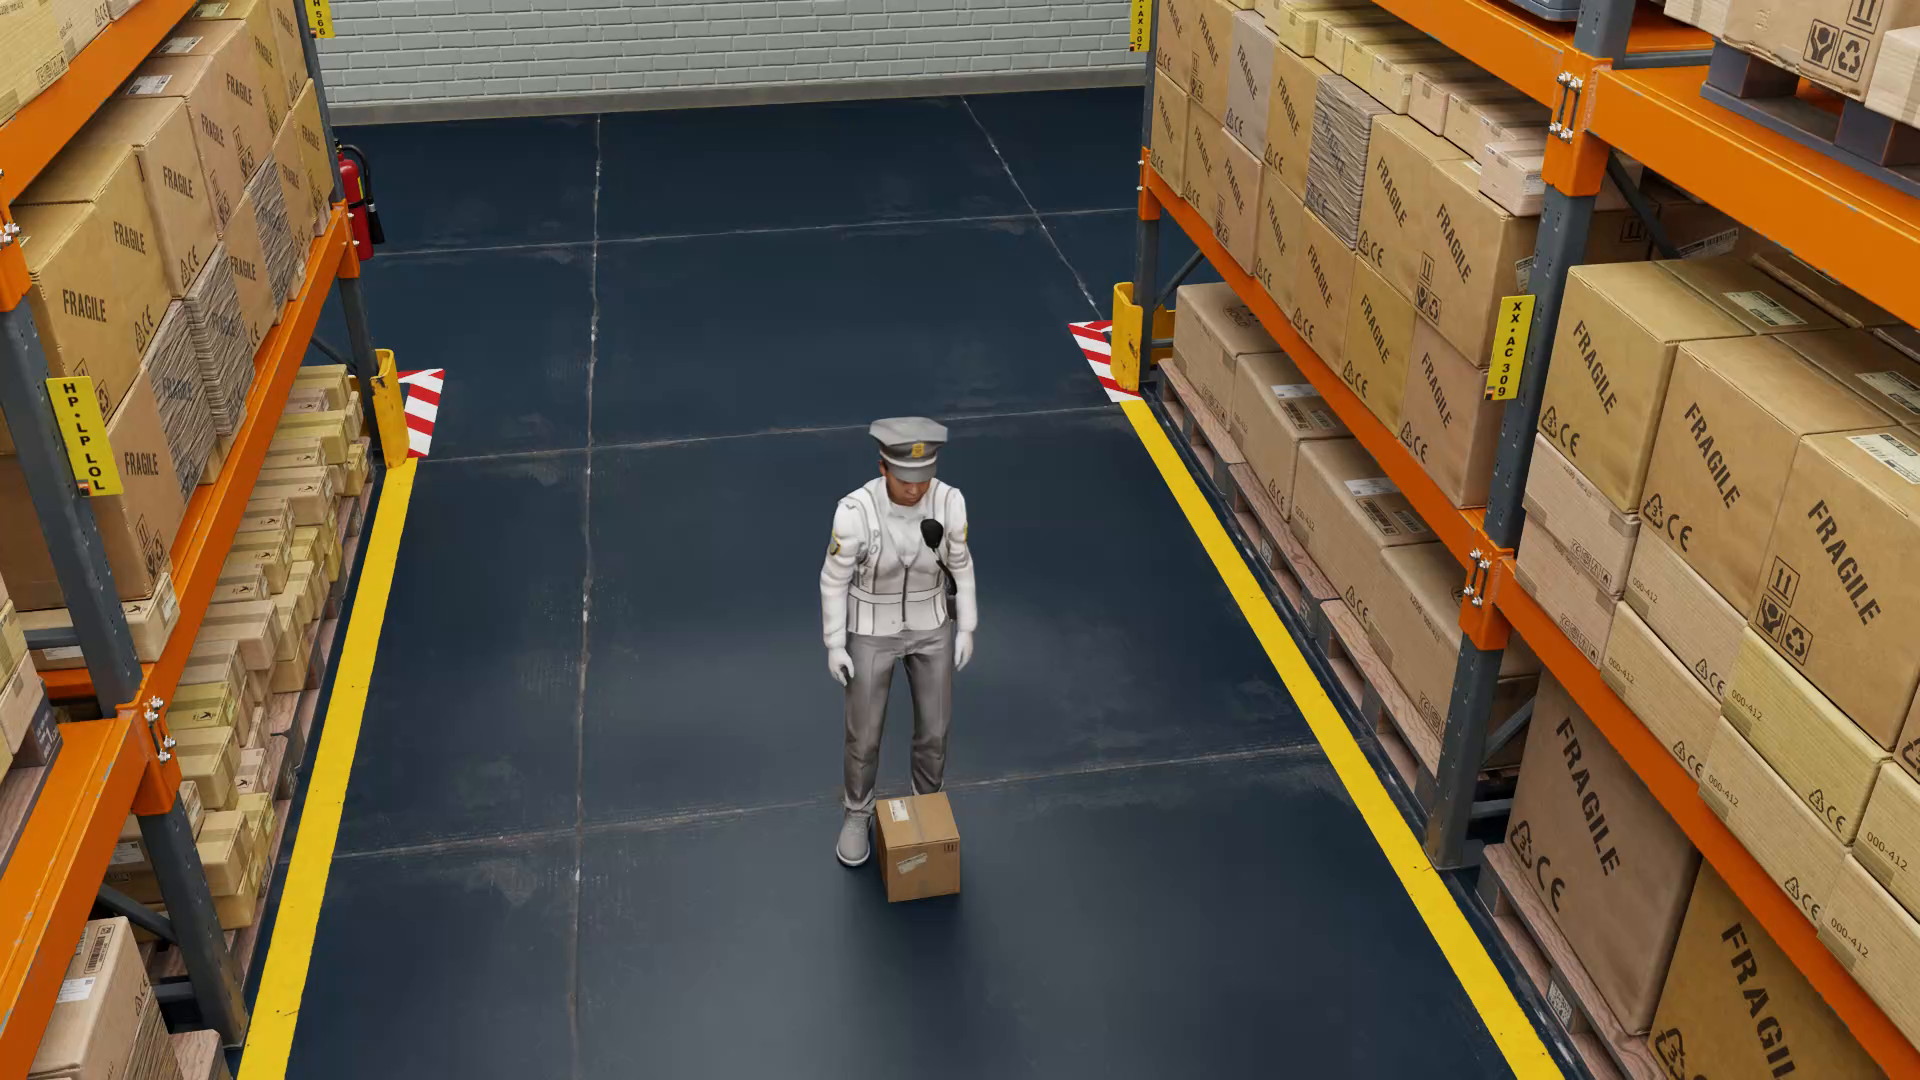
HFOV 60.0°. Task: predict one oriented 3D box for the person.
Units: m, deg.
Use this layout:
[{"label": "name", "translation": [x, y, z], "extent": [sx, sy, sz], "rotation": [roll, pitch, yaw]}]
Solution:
[{"label": "person", "translation": [-0.196, 0.330, 5.578], "extent": [0.531, 1.661, 0.375], "rotation": [-7, 32, -11]}]
